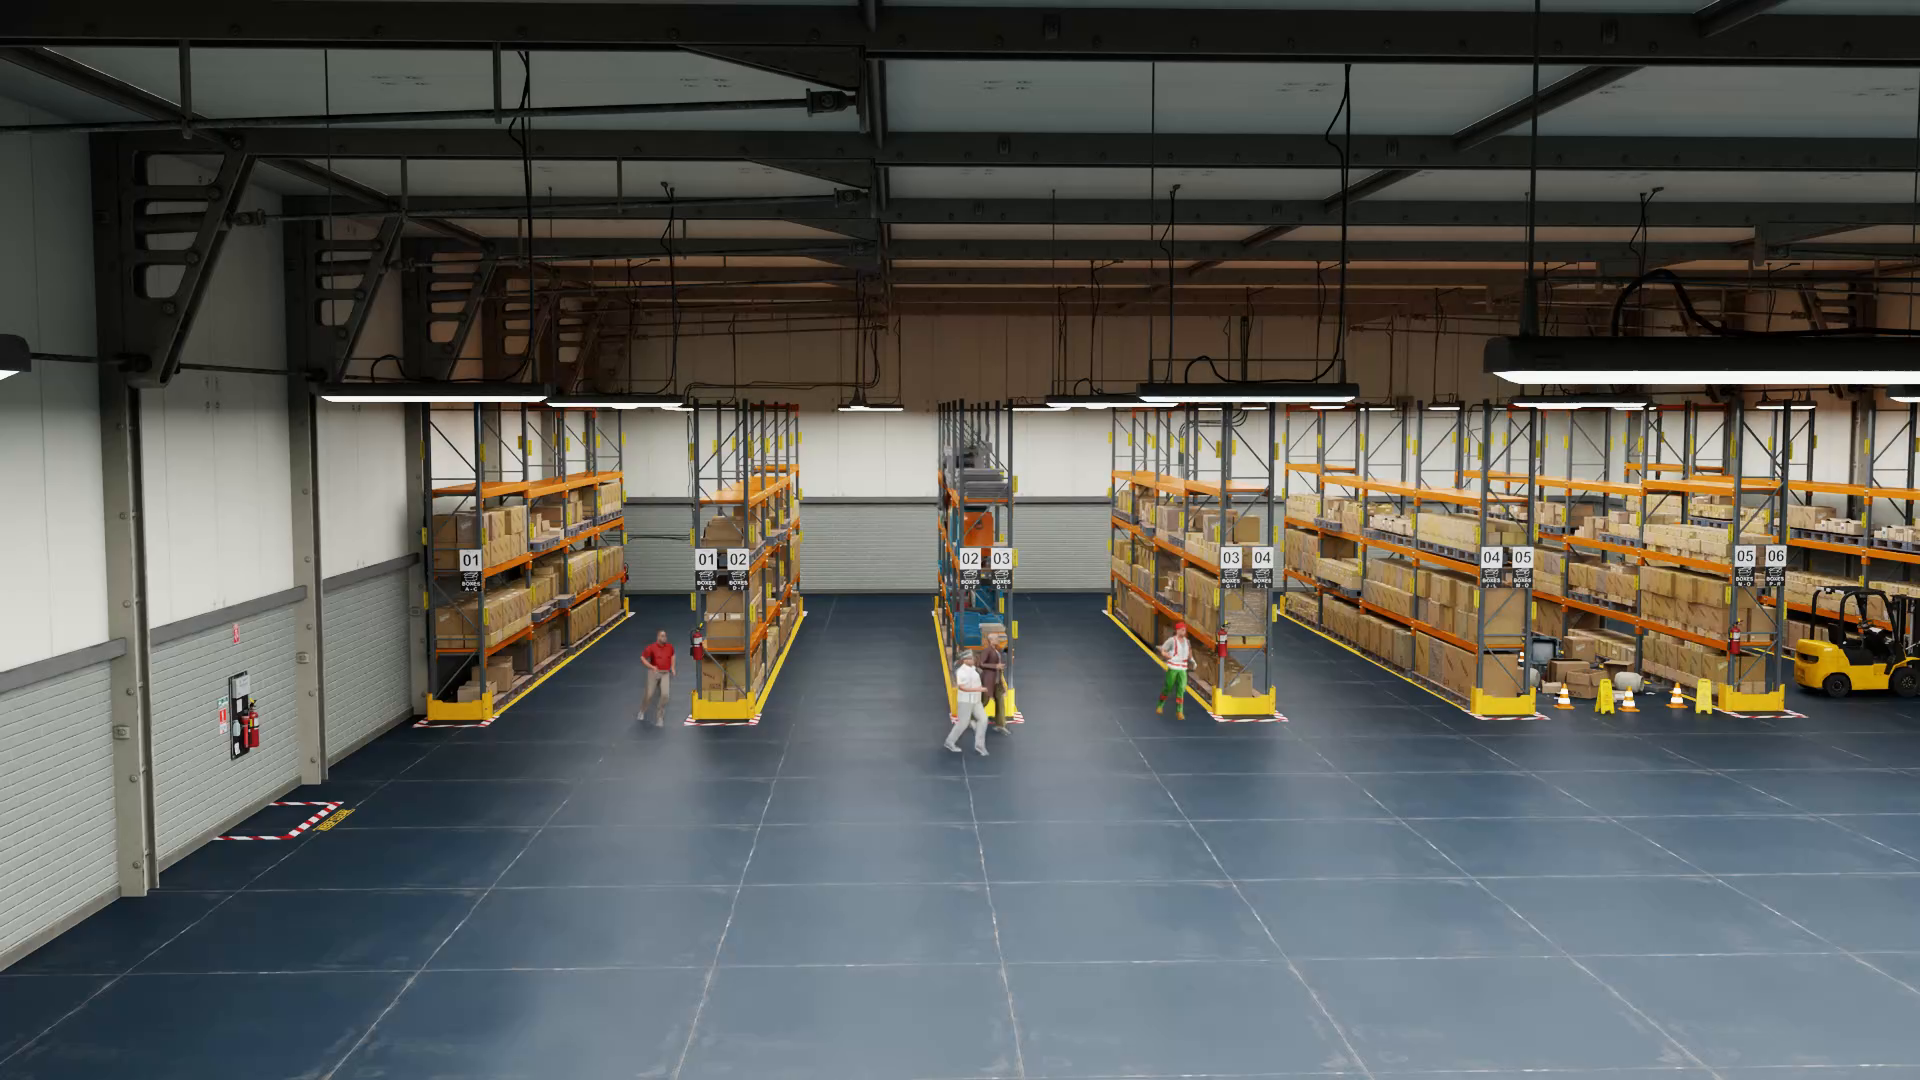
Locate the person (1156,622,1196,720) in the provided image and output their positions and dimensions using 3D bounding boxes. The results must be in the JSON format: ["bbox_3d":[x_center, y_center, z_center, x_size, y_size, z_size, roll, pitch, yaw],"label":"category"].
[{"bbox_3d":[4.131,2.436,31.246,0.719,1.763,0.890,-2,5,-21],"label":"person"}]

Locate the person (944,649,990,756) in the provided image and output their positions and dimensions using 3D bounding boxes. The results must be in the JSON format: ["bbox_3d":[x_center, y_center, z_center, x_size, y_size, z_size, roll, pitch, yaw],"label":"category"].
[{"bbox_3d":[0.121,2.735,27.912,0.788,1.844,0.663,2,5,27],"label":"person"}]

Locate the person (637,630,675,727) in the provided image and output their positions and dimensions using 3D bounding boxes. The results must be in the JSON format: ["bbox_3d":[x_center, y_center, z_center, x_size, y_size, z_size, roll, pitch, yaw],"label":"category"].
[{"bbox_3d":[-5.573,2.551,30.769,0.738,1.763,0.798,-2,5,-28],"label":"person"}]

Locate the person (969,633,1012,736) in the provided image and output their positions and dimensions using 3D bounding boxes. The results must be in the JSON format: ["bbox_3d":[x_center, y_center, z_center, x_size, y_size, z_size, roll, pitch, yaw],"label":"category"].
[{"bbox_3d":[0.555,2.571,29.870,1.006,1.802,0.721,3,5,35],"label":"person"}]
